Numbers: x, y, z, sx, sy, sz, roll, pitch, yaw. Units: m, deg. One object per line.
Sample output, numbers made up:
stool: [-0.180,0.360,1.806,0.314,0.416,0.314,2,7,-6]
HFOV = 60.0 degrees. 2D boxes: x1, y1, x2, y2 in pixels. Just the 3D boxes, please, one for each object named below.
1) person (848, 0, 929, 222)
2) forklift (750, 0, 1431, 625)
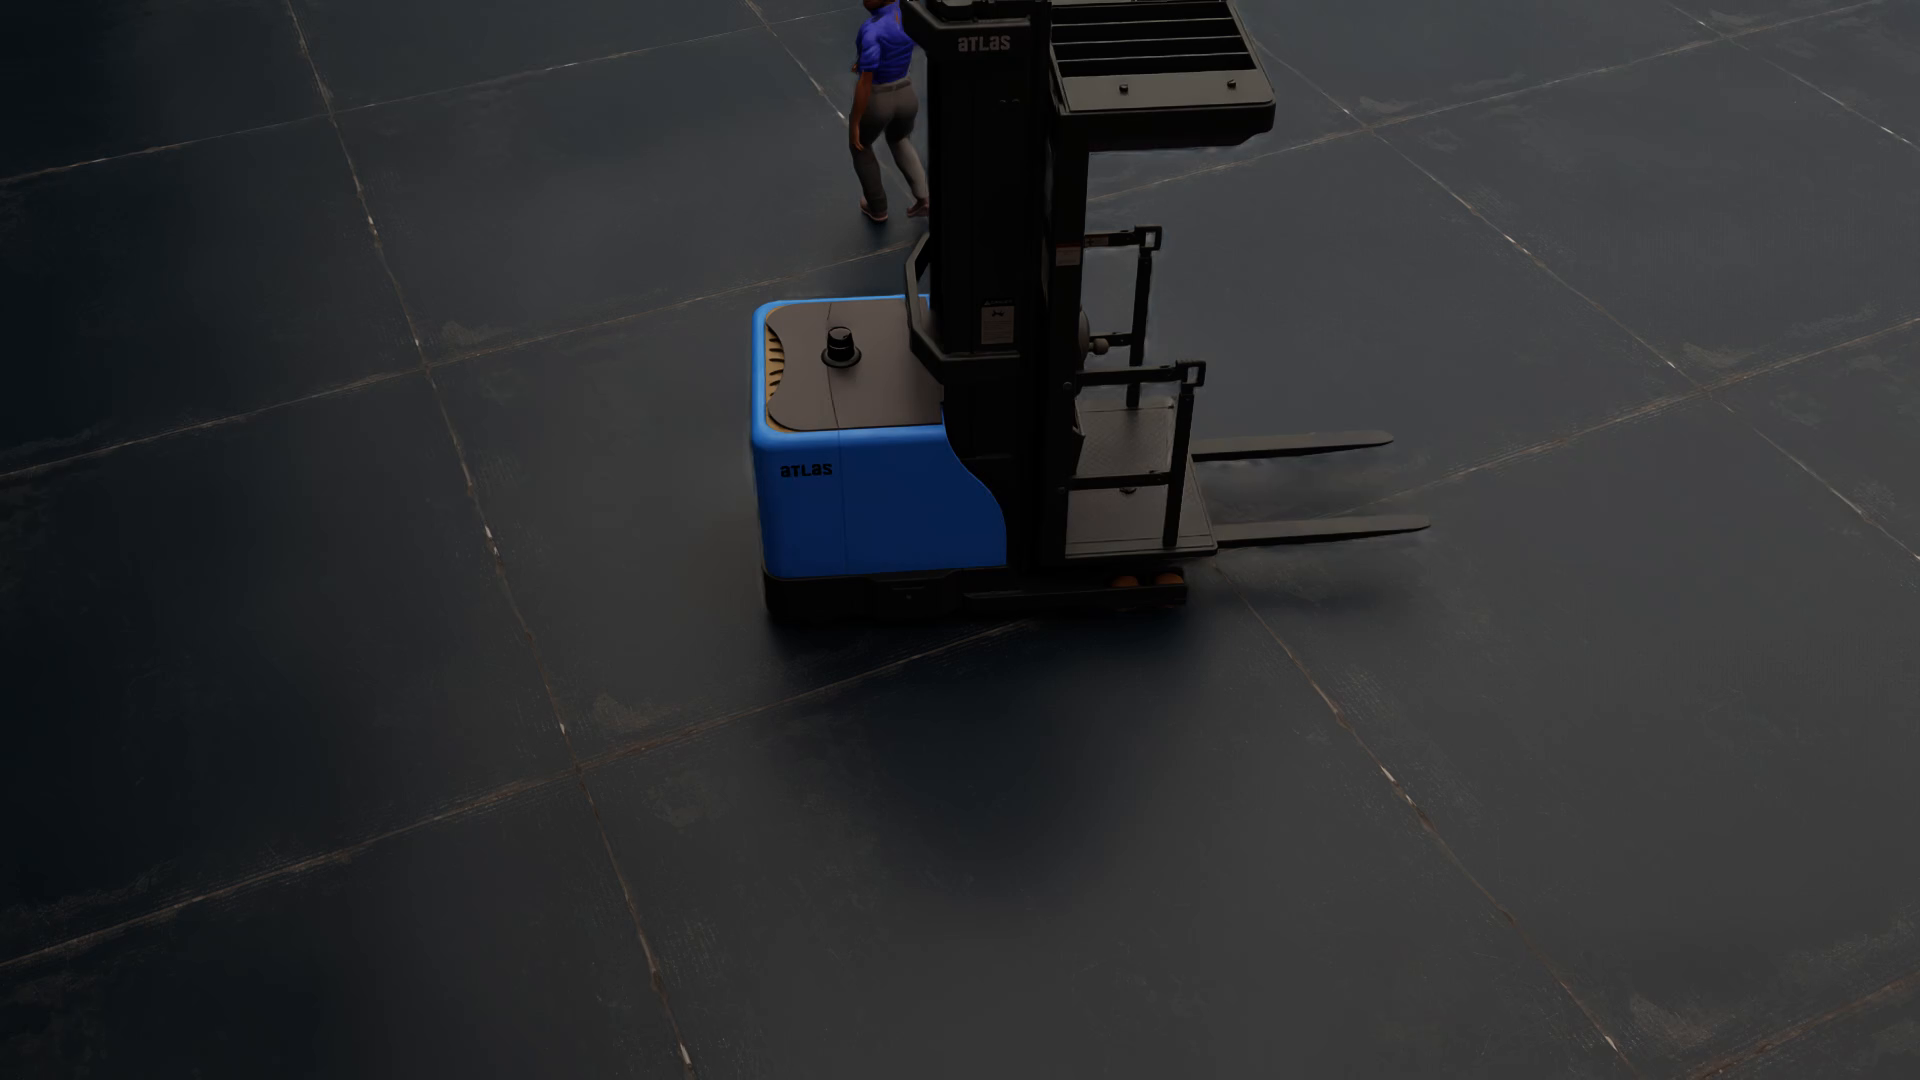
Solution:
person: [-0.458,-2.455,9.295,0.600,1.603,0.603,-24,48,-23]
forklift: [0.608,-1.109,6.868,3.031,2.935,1.130,-3,43,-4]
